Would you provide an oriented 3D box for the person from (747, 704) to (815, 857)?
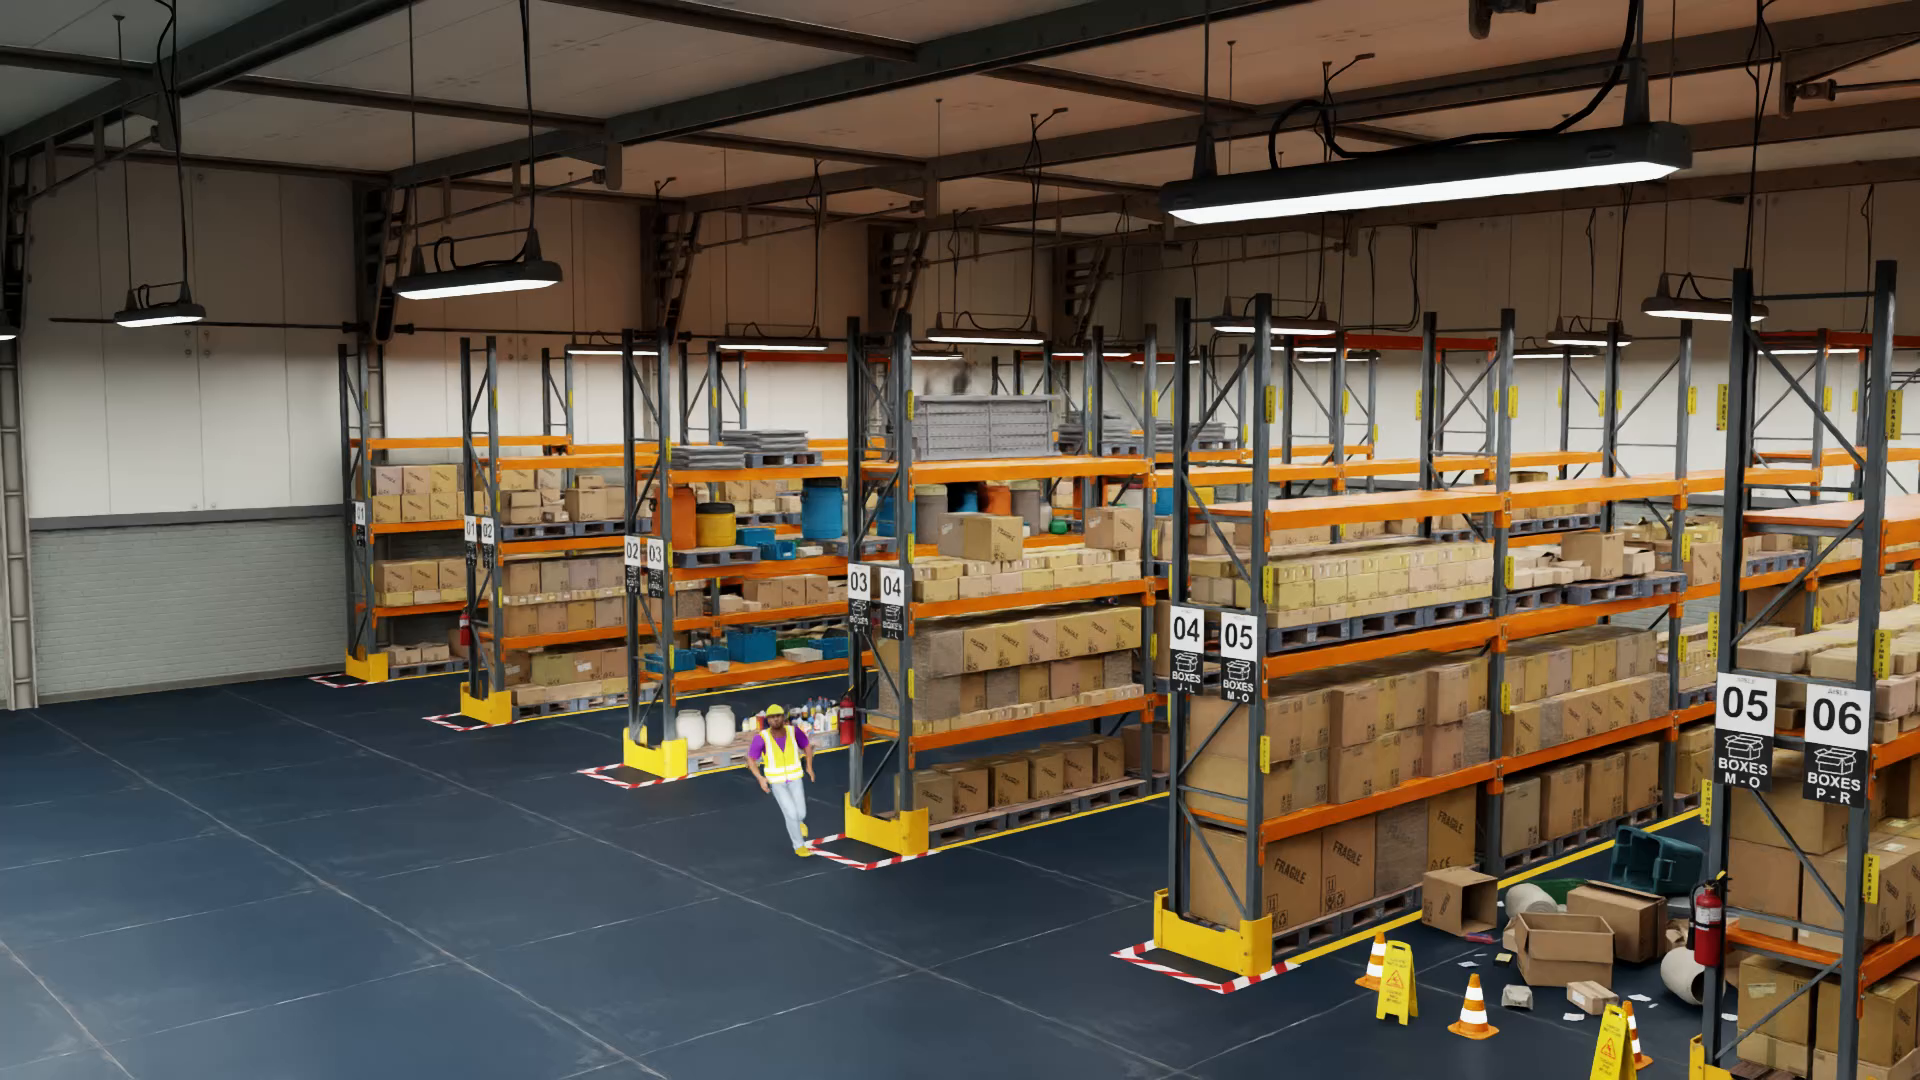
[{"bbox_3d":[-1.987,2.664,18.529,0.739,1.693,0.595,-2,5,-17],"label":"person"}]
